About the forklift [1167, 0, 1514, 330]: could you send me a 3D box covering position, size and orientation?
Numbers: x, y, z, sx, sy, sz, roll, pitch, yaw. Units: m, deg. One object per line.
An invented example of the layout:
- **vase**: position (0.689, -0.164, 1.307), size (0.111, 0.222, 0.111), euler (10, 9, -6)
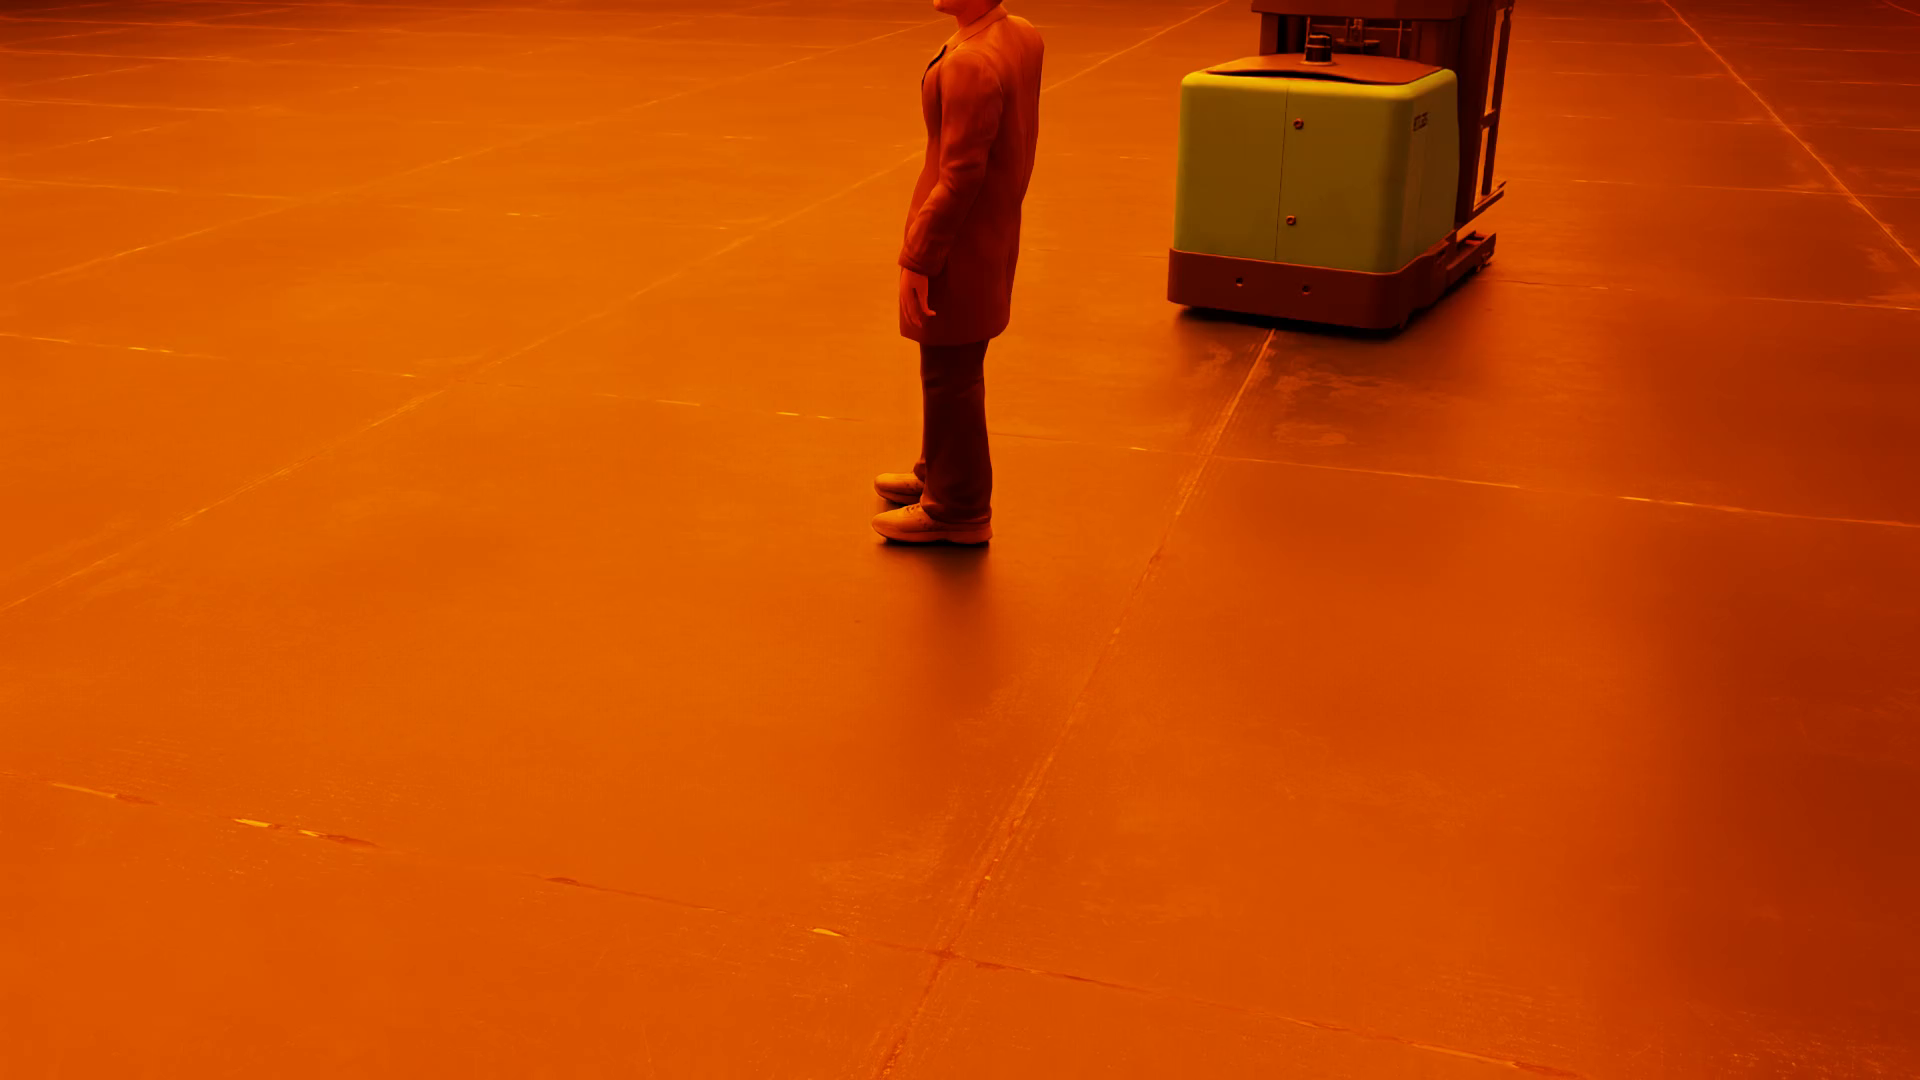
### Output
- **forklift**: position (2.102, -2.777, 8.006), size (1.130, 2.935, 3.031), euler (12, 25, 27)

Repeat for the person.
- **person**: position (-0.085, -0.841, 4.808), size (0.582, 1.776, 0.696), euler (7, 23, 16)
